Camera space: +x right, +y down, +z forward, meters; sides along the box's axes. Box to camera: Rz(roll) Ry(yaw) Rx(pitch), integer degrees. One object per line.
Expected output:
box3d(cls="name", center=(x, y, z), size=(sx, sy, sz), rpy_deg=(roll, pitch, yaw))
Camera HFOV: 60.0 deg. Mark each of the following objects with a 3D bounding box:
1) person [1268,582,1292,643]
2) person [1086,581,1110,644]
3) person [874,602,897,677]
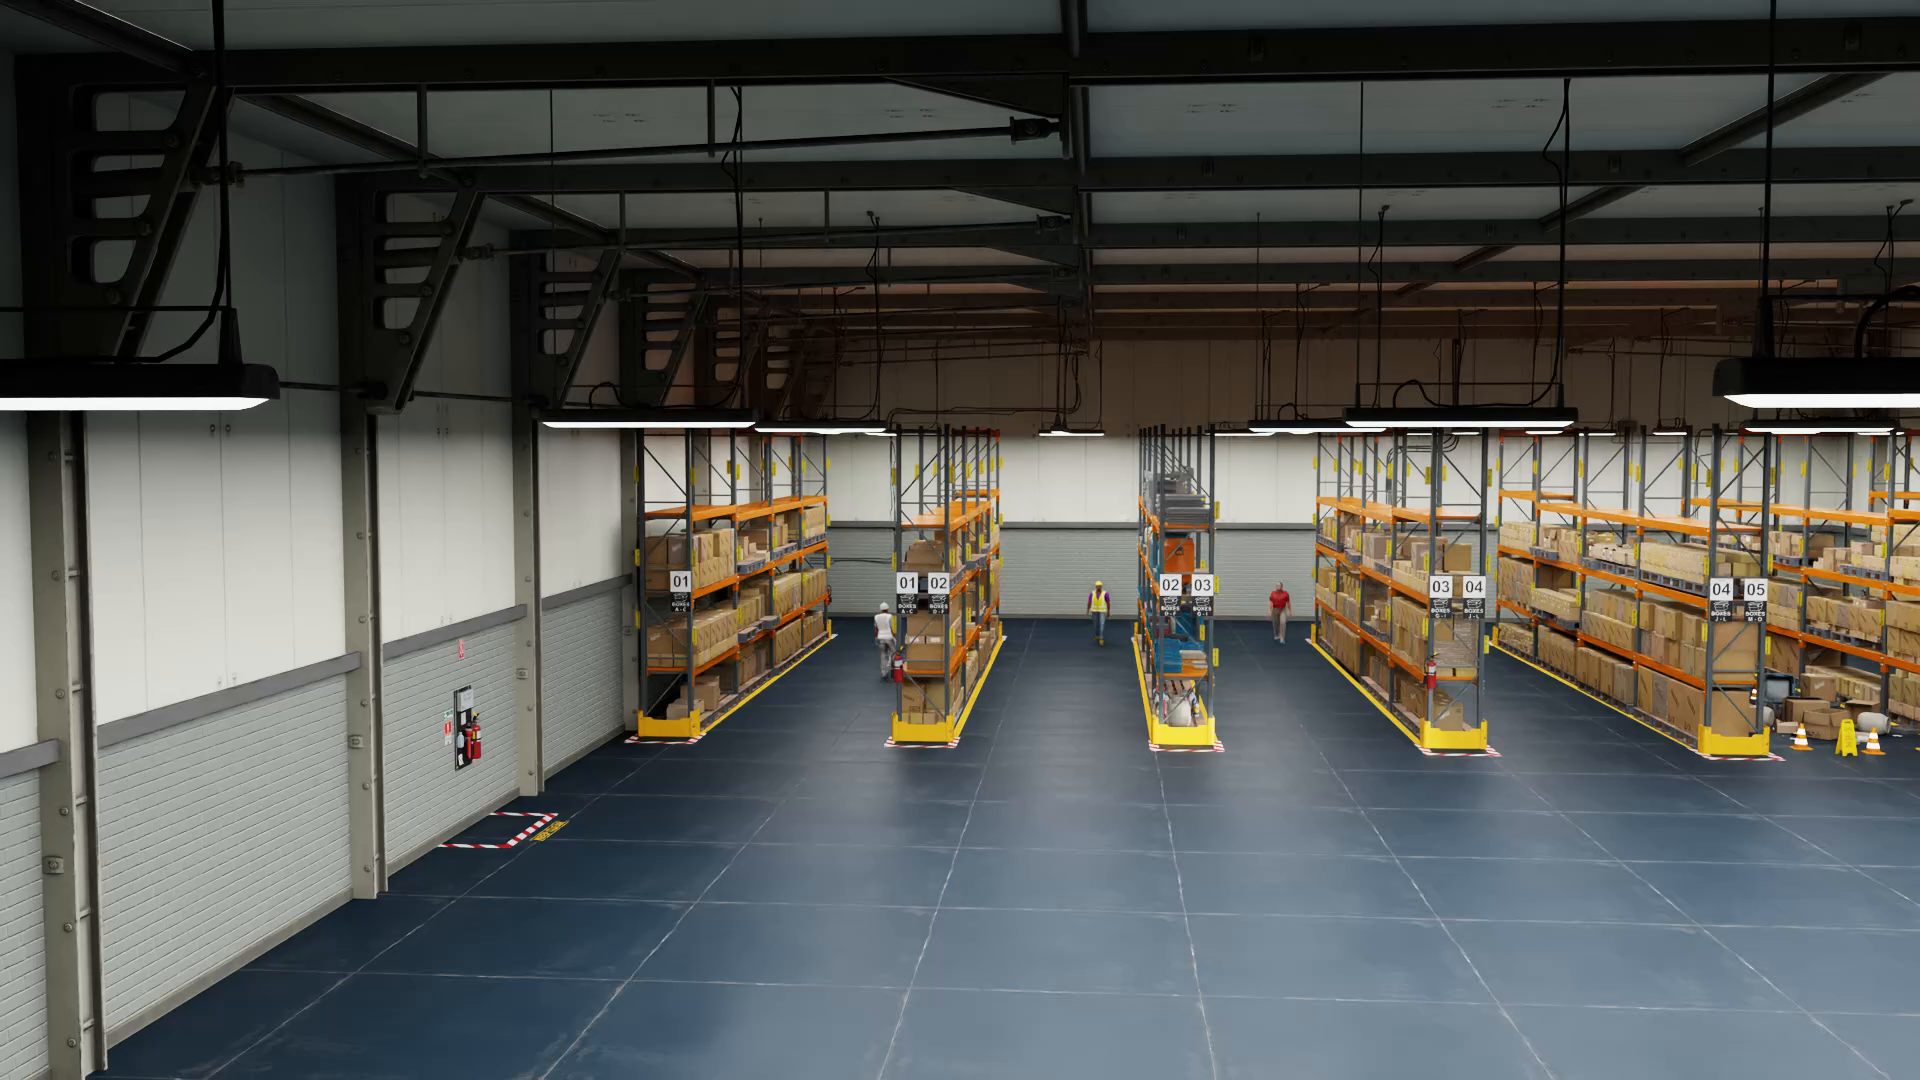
box3d(cls="person", center=(8.983, 2.020, 46.729), size=(0.619, 1.666, 1.055), rpy_deg=(1, 4, 17))
box3d(cls="person", center=(3.867, 2.005, 46.520), size=(0.625, 1.704, 1.033), rpy_deg=(1, 4, 13))
box3d(cls="person", center=(-1.799, 2.391, 40.070), size=(0.593, 1.774, 0.495), rpy_deg=(1, 4, 15))
